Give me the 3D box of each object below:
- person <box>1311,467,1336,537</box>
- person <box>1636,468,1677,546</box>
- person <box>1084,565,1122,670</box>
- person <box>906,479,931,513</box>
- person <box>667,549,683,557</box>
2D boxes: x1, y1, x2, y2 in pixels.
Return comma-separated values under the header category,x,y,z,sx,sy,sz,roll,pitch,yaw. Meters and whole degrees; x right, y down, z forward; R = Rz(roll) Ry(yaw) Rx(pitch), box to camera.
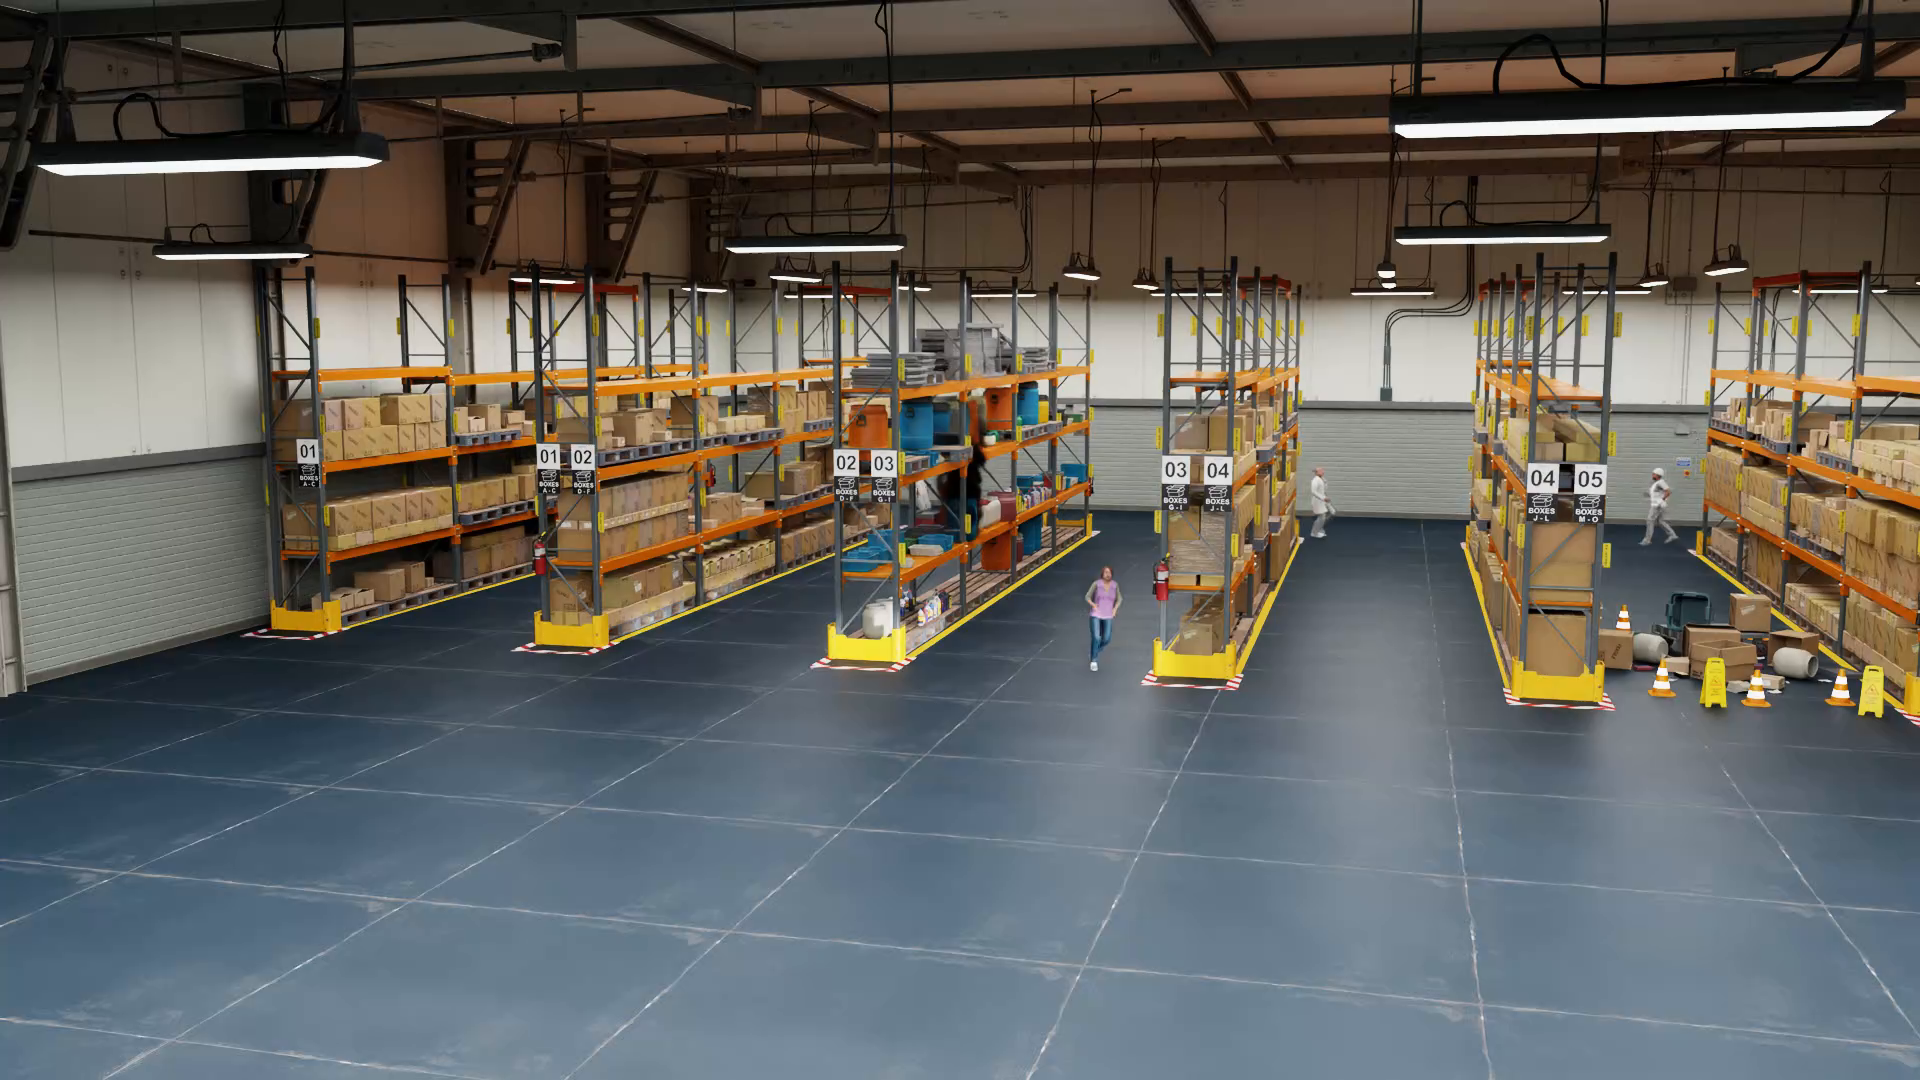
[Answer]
category,x,y,z,sx,sy,sz,roll,pitch,yaw
person,8.664,-0.908,39.849,0.608,1.710,0.699,5,9,35
person,16.116,-0.755,38.358,0.872,1.810,0.705,3,8,22
person,2.117,1.145,24.530,0.563,1.551,0.576,0,7,-3
person,-1.057,-1.136,42.272,0.649,1.604,0.527,-6,10,-41
person,-6.259,-0.411,35.979,0.726,1.749,0.869,2,7,14
